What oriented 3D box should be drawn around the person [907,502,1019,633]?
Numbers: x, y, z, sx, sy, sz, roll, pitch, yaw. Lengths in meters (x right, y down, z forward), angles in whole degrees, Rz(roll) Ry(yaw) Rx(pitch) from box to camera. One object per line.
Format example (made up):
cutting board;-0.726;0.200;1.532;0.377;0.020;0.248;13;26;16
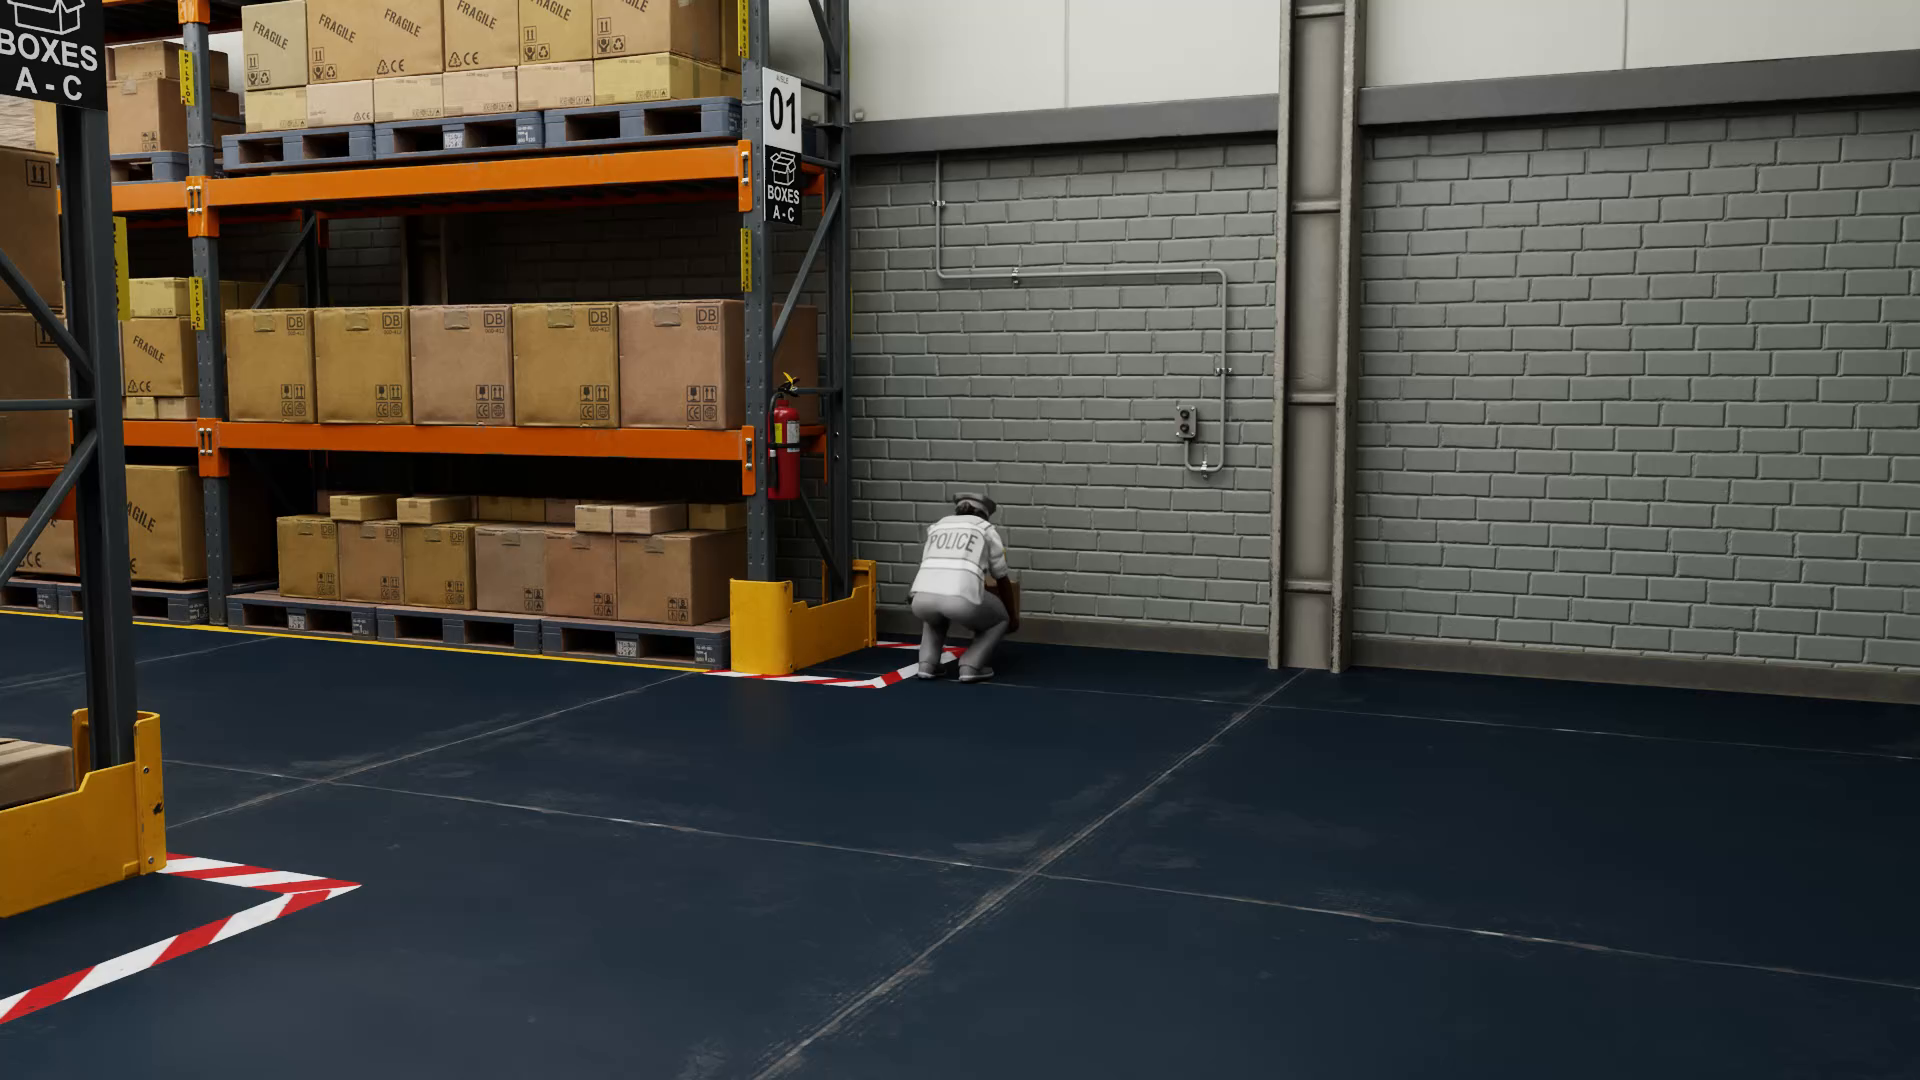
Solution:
person;0.016;0.169;8.910;0.446;0.762;0.871;2;6;22
